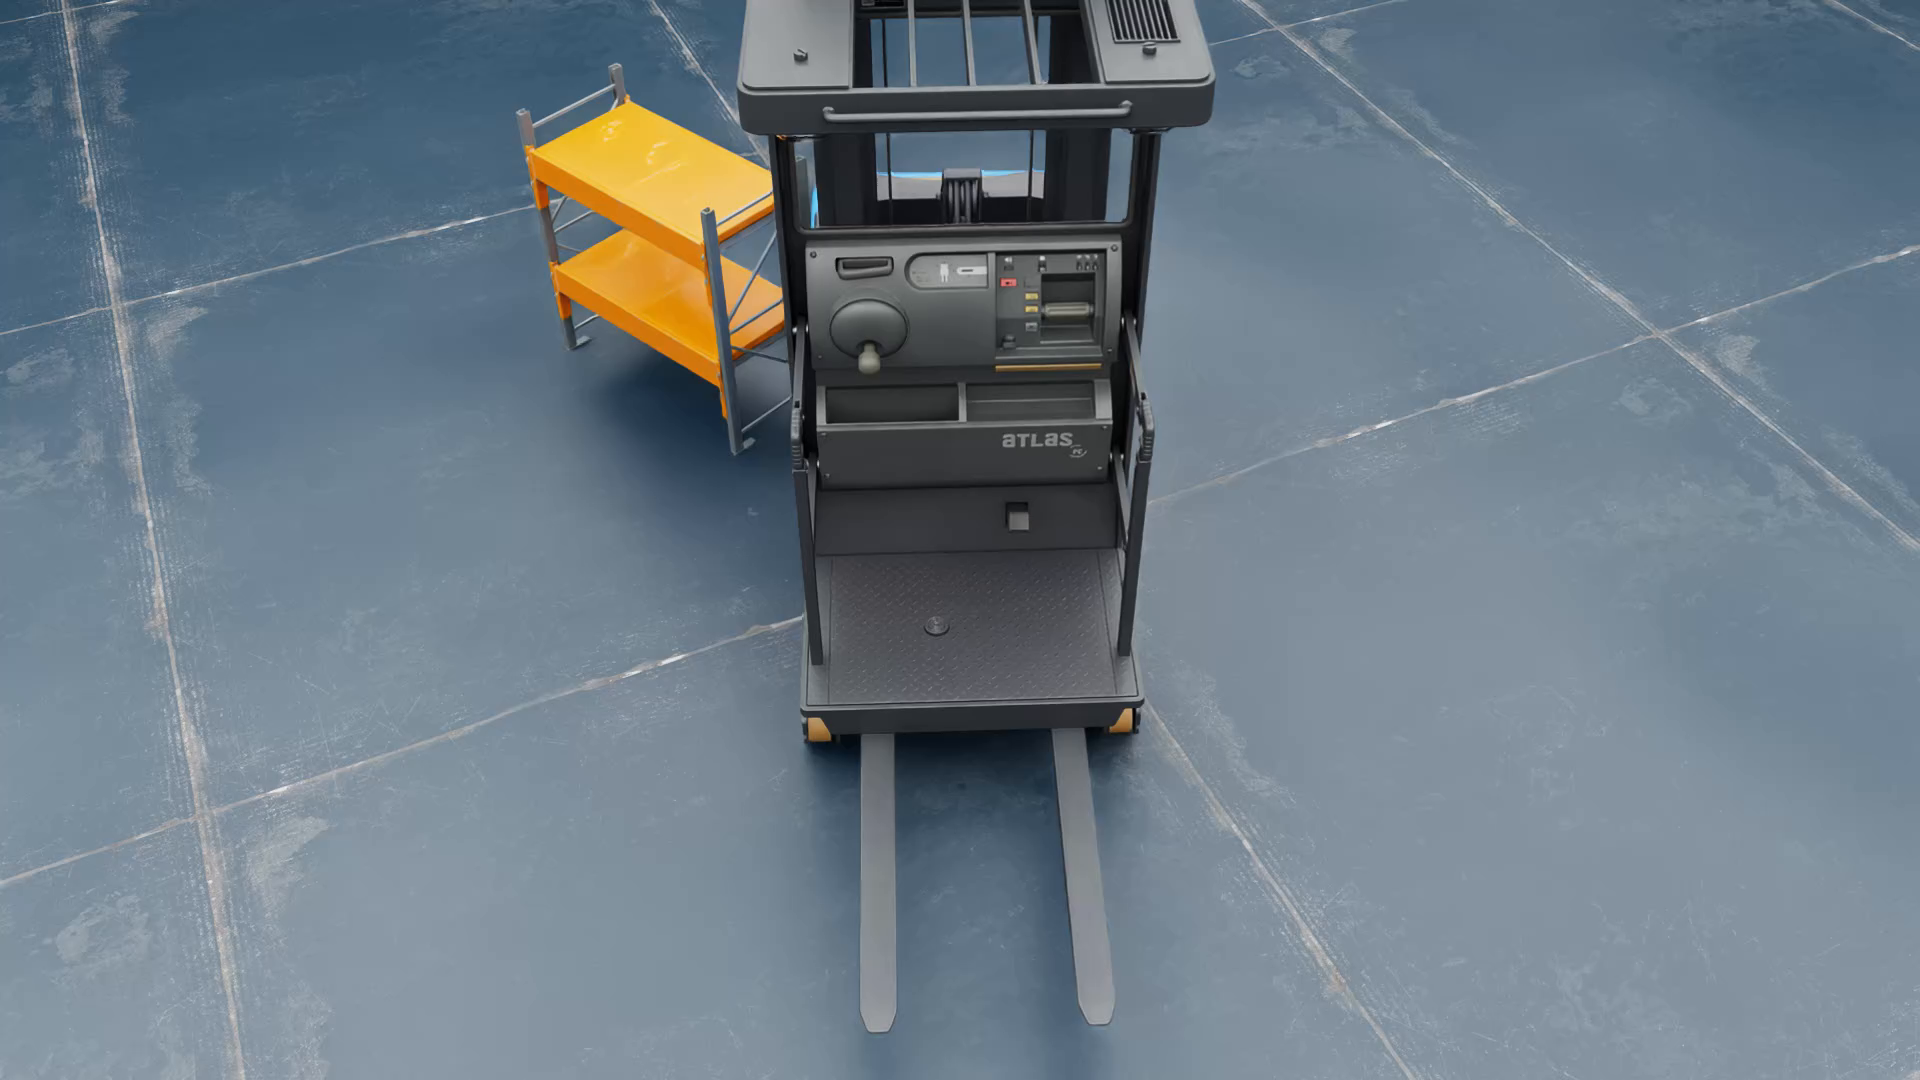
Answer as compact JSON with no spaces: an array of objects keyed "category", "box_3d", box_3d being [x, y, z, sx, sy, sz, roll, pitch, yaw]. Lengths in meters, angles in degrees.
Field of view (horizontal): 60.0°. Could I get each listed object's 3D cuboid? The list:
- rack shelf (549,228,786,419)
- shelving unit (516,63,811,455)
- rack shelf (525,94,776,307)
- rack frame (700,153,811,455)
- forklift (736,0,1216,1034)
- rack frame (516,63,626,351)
[{"category":"rack shelf","box_3d":[-1.121,-0.934,6.744,1.000,0.278,0.538,31,52,28]},{"category":"shelving unit","box_3d":[-1.121,-1.108,6.572,1.048,1.125,0.538,31,52,28]},{"category":"rack shelf","box_3d":[-1.121,-1.317,6.367,1.000,0.278,0.538,31,52,28]},{"category":"rack frame","box_3d":[-0.736,-0.875,6.336,0.032,1.125,0.500,31,52,28]},{"category":"forklift","box_3d":[0.023,-0.604,4.775,1.130,2.935,3.031,-2,45,-2]},{"category":"rack frame","box_3d":[-1.506,-1.341,6.808,0.032,1.125,0.500,31,52,28]}]
